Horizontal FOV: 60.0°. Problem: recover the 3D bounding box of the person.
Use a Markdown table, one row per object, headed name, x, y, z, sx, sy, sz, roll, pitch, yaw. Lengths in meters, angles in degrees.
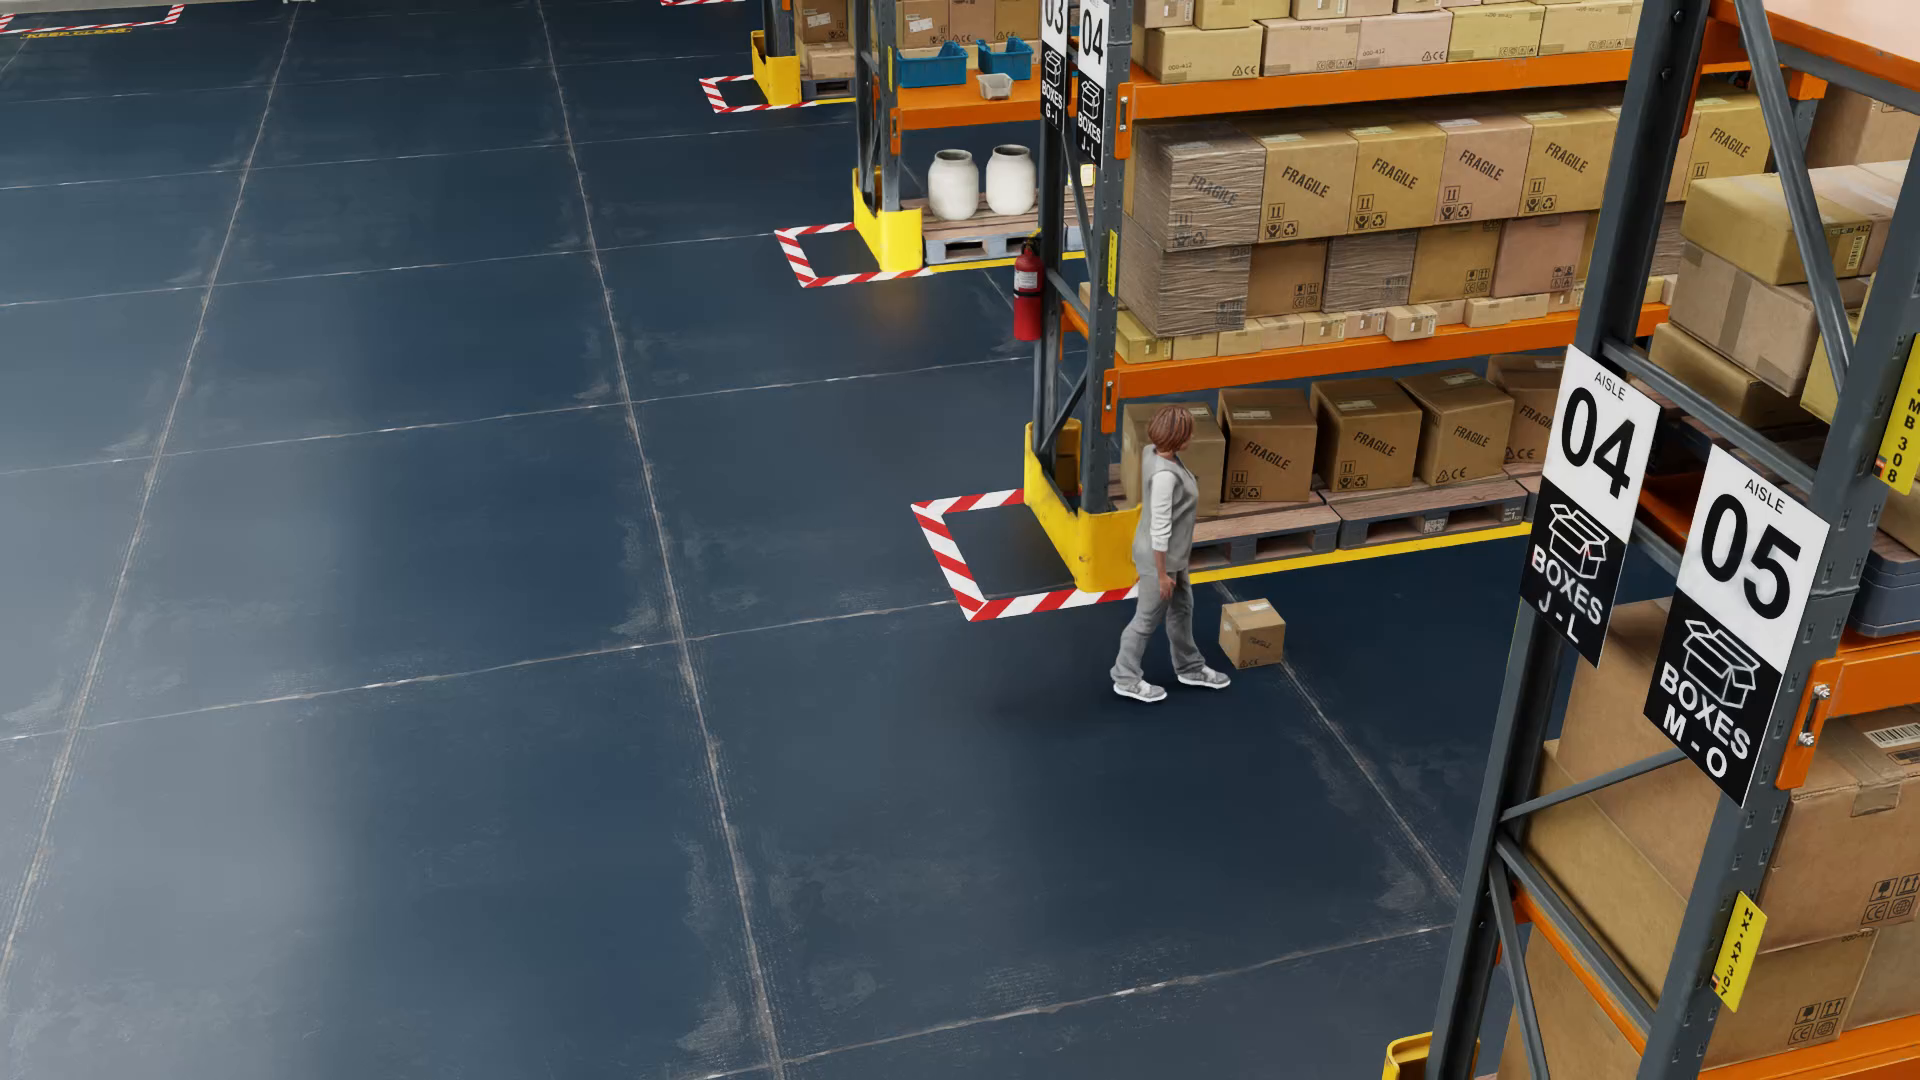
| name | x | y | z | sx | sy | sz | roll | pitch | yaw |
| --- | --- | --- | --- | --- | --- | --- | --- | --- | --- |
| person | 1.069 | 0.091 | 8.070 | 0.619 | 1.592 | 0.449 | 3 | 31 | 5 |
